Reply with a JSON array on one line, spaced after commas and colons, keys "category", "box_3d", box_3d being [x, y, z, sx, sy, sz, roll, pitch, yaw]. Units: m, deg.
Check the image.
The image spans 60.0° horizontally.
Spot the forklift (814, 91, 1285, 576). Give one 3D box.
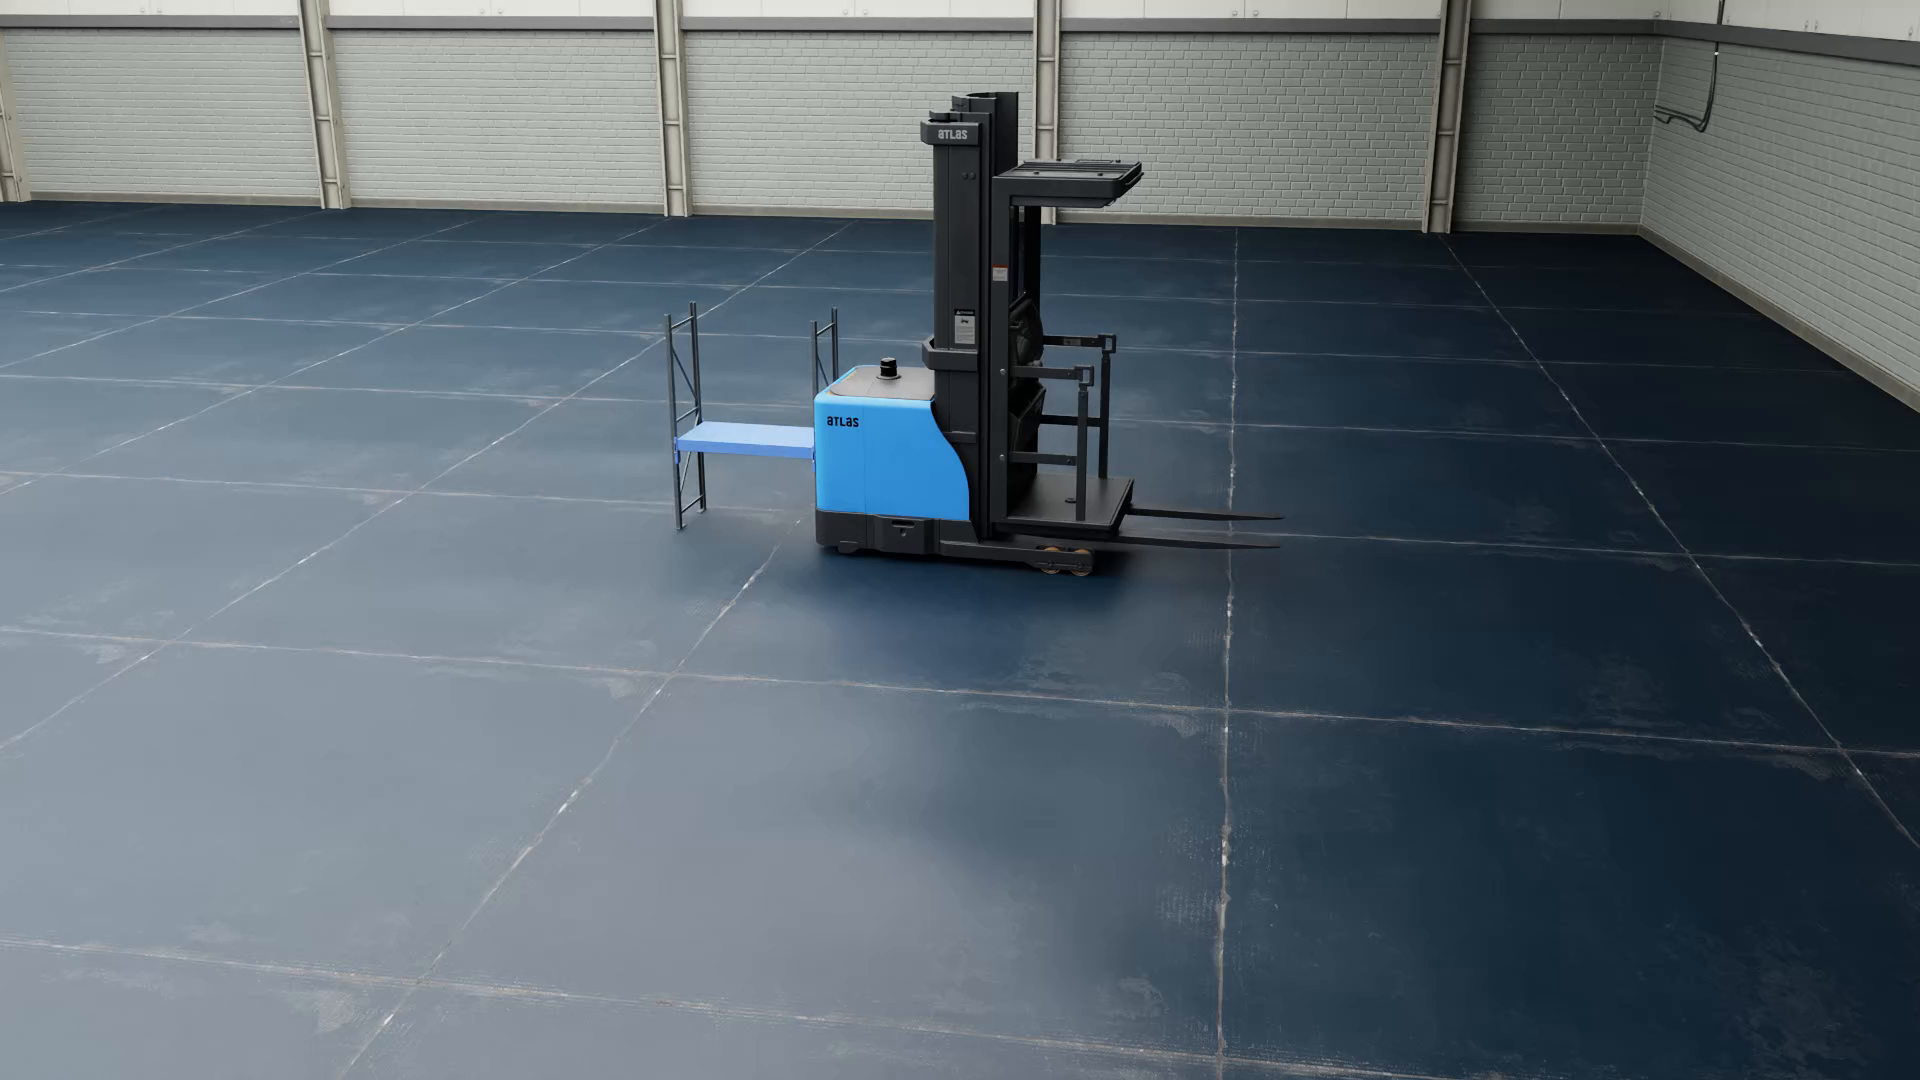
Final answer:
[{"category": "forklift", "box_3d": [0.615, -1.345, 10.704, 3.031, 2.935, 1.130, 4, 19, 12]}]

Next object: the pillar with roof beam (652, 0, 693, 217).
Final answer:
[{"category": "pillar with roof beam", "box_3d": [-5.275, -8.226, 21.707, 0.400, 9.000, 9.100, 3, 19, 9]}]

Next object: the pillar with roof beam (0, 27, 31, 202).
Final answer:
[{"category": "pillar with roof beam", "box_3d": [-17.123, -8.830, 23.512, 0.400, 9.000, 9.100, 3, 19, 9]}]

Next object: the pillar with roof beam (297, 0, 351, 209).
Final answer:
[{"category": "pillar with roof beam", "box_3d": [-11.199, -8.528, 22.610, 0.400, 9.000, 9.100, 3, 19, 9]}]

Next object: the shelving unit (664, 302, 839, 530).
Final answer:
[{"category": "shelving unit", "box_3d": [-1.400, -0.824, 11.402, 1.048, 1.500, 0.538, 4, 19, 12]}]

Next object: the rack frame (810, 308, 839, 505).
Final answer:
[{"category": "rack frame", "box_3d": [-0.905, -0.788, 11.295, 0.032, 1.500, 0.500, 4, 19, 12]}]

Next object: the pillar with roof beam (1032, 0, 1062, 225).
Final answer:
[{"category": "pillar with roof beam", "box_3d": [0.649, -7.924, 20.805, 0.400, 9.000, 9.100, 3, 19, 9]}]

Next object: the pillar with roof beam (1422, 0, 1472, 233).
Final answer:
[{"category": "pillar with roof beam", "box_3d": [6.573, -7.623, 19.902, 0.400, 9.000, 9.100, 3, 19, 9]}]

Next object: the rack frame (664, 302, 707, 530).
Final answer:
[{"category": "rack frame", "box_3d": [-1.896, -0.860, 11.509, 0.032, 1.500, 0.500, 4, 19, 12]}]

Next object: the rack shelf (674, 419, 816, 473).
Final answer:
[{"category": "rack shelf", "box_3d": [-1.401, -0.653, 11.459, 1.000, 0.185, 0.538, 4, 19, 12]}]
